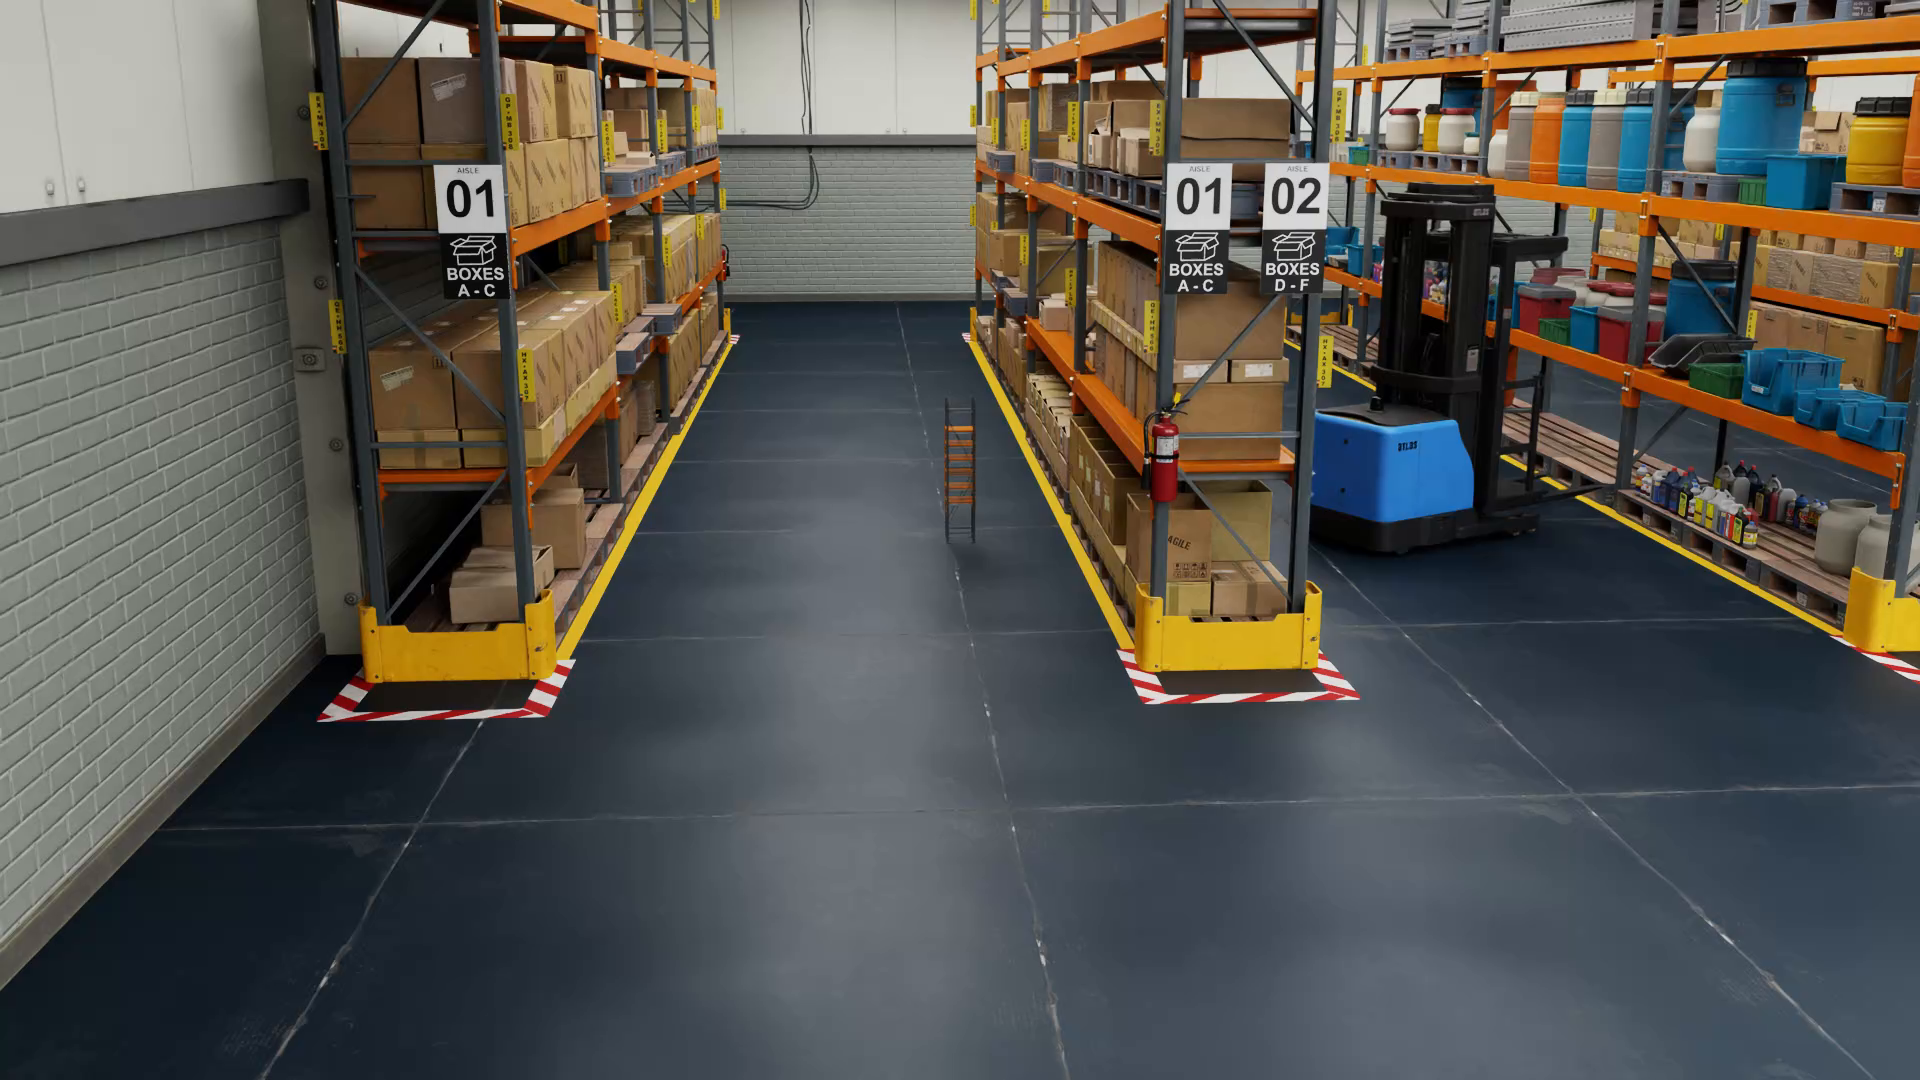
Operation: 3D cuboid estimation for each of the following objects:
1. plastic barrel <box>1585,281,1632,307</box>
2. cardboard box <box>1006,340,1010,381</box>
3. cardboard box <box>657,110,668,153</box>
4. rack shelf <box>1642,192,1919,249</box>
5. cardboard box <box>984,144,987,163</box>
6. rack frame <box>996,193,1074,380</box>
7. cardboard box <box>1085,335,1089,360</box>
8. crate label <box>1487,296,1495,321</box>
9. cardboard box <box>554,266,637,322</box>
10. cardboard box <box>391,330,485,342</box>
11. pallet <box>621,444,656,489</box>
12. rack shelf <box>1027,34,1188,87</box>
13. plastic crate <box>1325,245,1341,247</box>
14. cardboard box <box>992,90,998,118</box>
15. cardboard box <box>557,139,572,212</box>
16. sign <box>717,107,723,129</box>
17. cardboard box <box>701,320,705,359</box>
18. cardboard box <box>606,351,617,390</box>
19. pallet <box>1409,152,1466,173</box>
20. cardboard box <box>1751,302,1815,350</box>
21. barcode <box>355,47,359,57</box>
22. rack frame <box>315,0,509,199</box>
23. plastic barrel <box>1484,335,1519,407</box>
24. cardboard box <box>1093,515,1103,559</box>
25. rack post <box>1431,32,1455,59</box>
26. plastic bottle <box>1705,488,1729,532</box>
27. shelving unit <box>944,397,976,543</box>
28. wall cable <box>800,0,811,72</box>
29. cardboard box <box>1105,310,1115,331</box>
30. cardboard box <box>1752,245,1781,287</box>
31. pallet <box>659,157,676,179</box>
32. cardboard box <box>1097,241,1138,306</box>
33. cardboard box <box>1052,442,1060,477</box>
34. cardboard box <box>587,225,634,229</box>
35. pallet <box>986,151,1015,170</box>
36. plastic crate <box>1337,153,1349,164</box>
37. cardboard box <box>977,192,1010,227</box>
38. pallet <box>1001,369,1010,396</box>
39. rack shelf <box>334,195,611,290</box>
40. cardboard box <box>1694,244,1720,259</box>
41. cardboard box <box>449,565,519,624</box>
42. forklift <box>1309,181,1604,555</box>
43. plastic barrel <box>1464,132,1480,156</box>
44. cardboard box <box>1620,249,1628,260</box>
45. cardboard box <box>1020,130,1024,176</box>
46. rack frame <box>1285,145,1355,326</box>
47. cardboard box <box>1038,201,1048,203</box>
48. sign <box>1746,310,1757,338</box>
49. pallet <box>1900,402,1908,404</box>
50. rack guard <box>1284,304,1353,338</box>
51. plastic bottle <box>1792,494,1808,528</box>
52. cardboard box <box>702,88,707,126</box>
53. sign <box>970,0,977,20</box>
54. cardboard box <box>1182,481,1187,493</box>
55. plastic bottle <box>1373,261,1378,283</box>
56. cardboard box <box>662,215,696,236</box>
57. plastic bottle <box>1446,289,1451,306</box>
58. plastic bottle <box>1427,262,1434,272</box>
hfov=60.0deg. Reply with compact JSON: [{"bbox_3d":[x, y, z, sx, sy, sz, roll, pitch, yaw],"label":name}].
[{"bbox_3d":[6.525,-2.326,16.774,0.433,0.535,0.433,0,14,0],"label":"plastic barrel"},{"bbox_3d":[0.852,-2.264,20.941,0.500,0.500,0.500,-1,14,-3],"label":"cardboard box"},{"bbox_3d":[-3.902,-4.922,20.031,0.700,0.500,0.500,-1,14,-4],"label":"cardboard box"},{"bbox_3d":[6.561,-2.336,12.508,1.077,0.370,4.000,-1,14,-3],"label":"rack shelf"},{"bbox_3d":[0.616,-5.513,23.714,0.500,0.250,0.500,-1,14,-3],"label":"cardboard box"},{"bbox_3d":[0.998,-3.643,22.165,1.000,3.000,0.127,-1,14,-3],"label":"rack frame"},{"bbox_3d":[1.256,-1.804,15.287,0.396,0.266,0.258,-1,14,-5],"label":"cardboard box"},{"bbox_3d":[5.842,-2.532,18.183,0.303,0.233,0.416,-1,14,-3],"label":"crate label"},{"bbox_3d":[-3.560,-2.406,16.273,0.700,0.500,0.500,-1,14,-3],"label":"cardboard box"},{"bbox_3d":[-3.465,-1.120,11.117,0.500,0.500,0.500,-1,14,-3],"label":"cardboard box"},{"bbox_3d":[-3.579,-0.723,16.413,1.003,0.211,1.213,-1,14,-3],"label":"pallet"},{"bbox_3d":[1.370,-4.514,15.757,1.077,0.370,4.000,-1,14,-3],"label":"rack shelf"},{"bbox_3d":[5.462,-4.267,24.807,0.416,0.233,0.300,-1,14,-3],"label":"plastic crate"},{"bbox_3d":[0.820,-6.121,23.570,0.700,0.500,0.500,-1,14,-3],"label":"cardboard box"},{"bbox_3d":[-3.062,-2.575,11.754,0.500,0.500,0.500,0,14,0],"label":"cardboard box"},{"bbox_3d":[-3.651,-6.408,25.275,0.100,0.325,0.005,-1,14,-3],"label":"sign"},{"bbox_3d":[-3.890,-2.746,22.852,0.700,0.500,0.500,-1,14,-3],"label":"cardboard box"},{"bbox_3d":[-3.119,-1.400,13.708,0.500,0.250,0.500,-1,14,-3],"label":"cardboard box"},{"bbox_3d":[6.161,-4.604,20.260,1.003,0.211,1.213,-1,14,-3],"label":"pallet"},{"bbox_3d":[11.001,-2.588,21.487,1.225,0.875,0.875,-1,14,-5],"label":"cardboard box"},{"bbox_3d":[-3.746,-3.026,10.335,0.001,0.075,0.075,-1,14,-3],"label":"barcode"},{"bbox_3d":[-3.203,-3.486,9.517,1.000,3.000,0.127,-1,14,-3],"label":"rack frame"},{"bbox_3d":[6.142,-1.997,19.282,0.600,0.830,0.708,-1,14,-3],"label":"plastic barrel"},{"bbox_3d":[1.308,-0.032,12.806,0.500,0.250,0.500,-1,14,-3],"label":"cardboard box"},{"bbox_3d":[6.194,-5.880,19.824,0.937,0.300,0.954,1,14,3],"label":"rack post"},{"bbox_3d":[6.123,-0.253,13.422,0.144,0.351,0.185,0,14,-1],"label":"plastic bottle"},{"bbox_3d":[0.001,-0.577,13.863,0.258,1.200,0.189,-1,14,-3],"label":"shelving unit"},{"bbox_3d":[-1.488,-9.862,30.391,3.097,2.526,0.112,-1,14,-3],"label":"wall cable"},{"bbox_3d":[1.368,-1.754,13.322,0.380,0.149,0.250,-1,14,-4],"label":"cardboard box"},{"bbox_3d":[10.696,-3.600,21.797,0.500,0.500,0.500,-1,14,-3],"label":"cardboard box"},{"bbox_3d":[-3.791,-4.091,18.266,1.213,0.211,1.003,0,14,-1],"label":"pallet"},{"bbox_3d":[1.527,-2.220,13.829,0.700,0.500,0.500,-1,14,-3],"label":"cardboard box"},{"bbox_3d":[1.149,-0.749,15.595,0.500,0.250,0.500,-1,14,-4],"label":"cardboard box"},{"bbox_3d":[-4.042,-3.501,19.272,0.500,0.250,0.500,-1,14,-5],"label":"cardboard box"},{"bbox_3d":[0.968,-4.841,21.180,1.213,0.211,1.003,-1,14,-3],"label":"pallet"},{"bbox_3d":[5.483,-5.354,23.324,0.293,0.136,0.466,-1,14,-3],"label":"plastic crate"},{"bbox_3d":[0.514,-5.056,25.449,0.500,0.500,0.500,0,14,-2],"label":"cardboard box"},{"bbox_3d":[1.086,-2.091,21.728,1.003,0.211,1.213,-1,14,-3],"label":"pallet"},{"bbox_3d":[-3.327,-2.183,11.914,1.077,0.370,4.000,-1,14,-3],"label":"rack shelf"},{"bbox_3d":[10.596,-3.972,23.148,0.500,0.250,0.500,-1,14,-4],"label":"cardboard box"},{"bbox_3d":[-3.156,0.335,11.219,0.500,0.311,0.500,-3,15,-10],"label":"cardboard box"},{"bbox_3d":[4.370,-1.557,14.196,3.031,2.935,1.130,-9,17,-32],"label":"forklift"},{"bbox_3d":[5.977,-4.577,19.210,0.301,0.262,0.301,0,14,0],"label":"plastic barrel"},{"bbox_3d":[10.381,-4.382,25.543,0.380,0.149,0.250,-1,14,-4],"label":"cardboard box"},{"bbox_3d":[1.153,-4.384,18.825,0.910,0.500,0.500,-1,14,-3],"label":"cardboard box"},{"bbox_3d":[5.694,-4.713,26.325,1.000,3.000,0.127,-1,14,-3],"label":"rack frame"},{"bbox_3d":[1.217,-4.425,22.999,0.500,0.500,0.500,-1,14,-5],"label":"cardboard box"},{"bbox_3d":[6.987,-1.869,14.713,0.100,0.325,0.005,-1,14,-3],"label":"sign"},{"bbox_3d":[11.160,-1.647,20.003,1.003,0.211,1.213,-1,14,-3],"label":"pallet"},{"bbox_3d":[5.680,-3.508,26.658,1.175,0.500,0.348,-1,14,-3],"label":"rack guard"},{"bbox_3d":[6.844,-0.242,13.539,0.097,0.271,0.097,0,14,0],"label":"plastic bottle"},{"bbox_3d":[-3.784,-5.993,23.030,0.500,0.500,0.500,-1,14,-3],"label":"cardboard box"},{"bbox_3d":[0.208,-8.025,25.125,0.100,0.325,0.005,-1,14,-3],"label":"sign"},{"bbox_3d":[1.853,-0.279,12.260,0.500,0.500,0.500,-1,14,-3],"label":"cardboard box"},{"bbox_3d":[5.539,-3.564,22.093,0.061,0.283,0.133,-1,14,-3],"label":"plastic bottle"},{"bbox_3d":[-3.662,-4.018,21.282,0.500,0.250,0.500,-1,14,-2],"label":"cardboard box"},{"bbox_3d":[5.730,-2.832,19.412,0.097,0.201,0.097,0,14,0],"label":"plastic bottle"},{"bbox_3d":[6.289,-3.565,22.112,0.152,0.276,0.135,-1,14,-3],"label":"plastic bottle"}]
